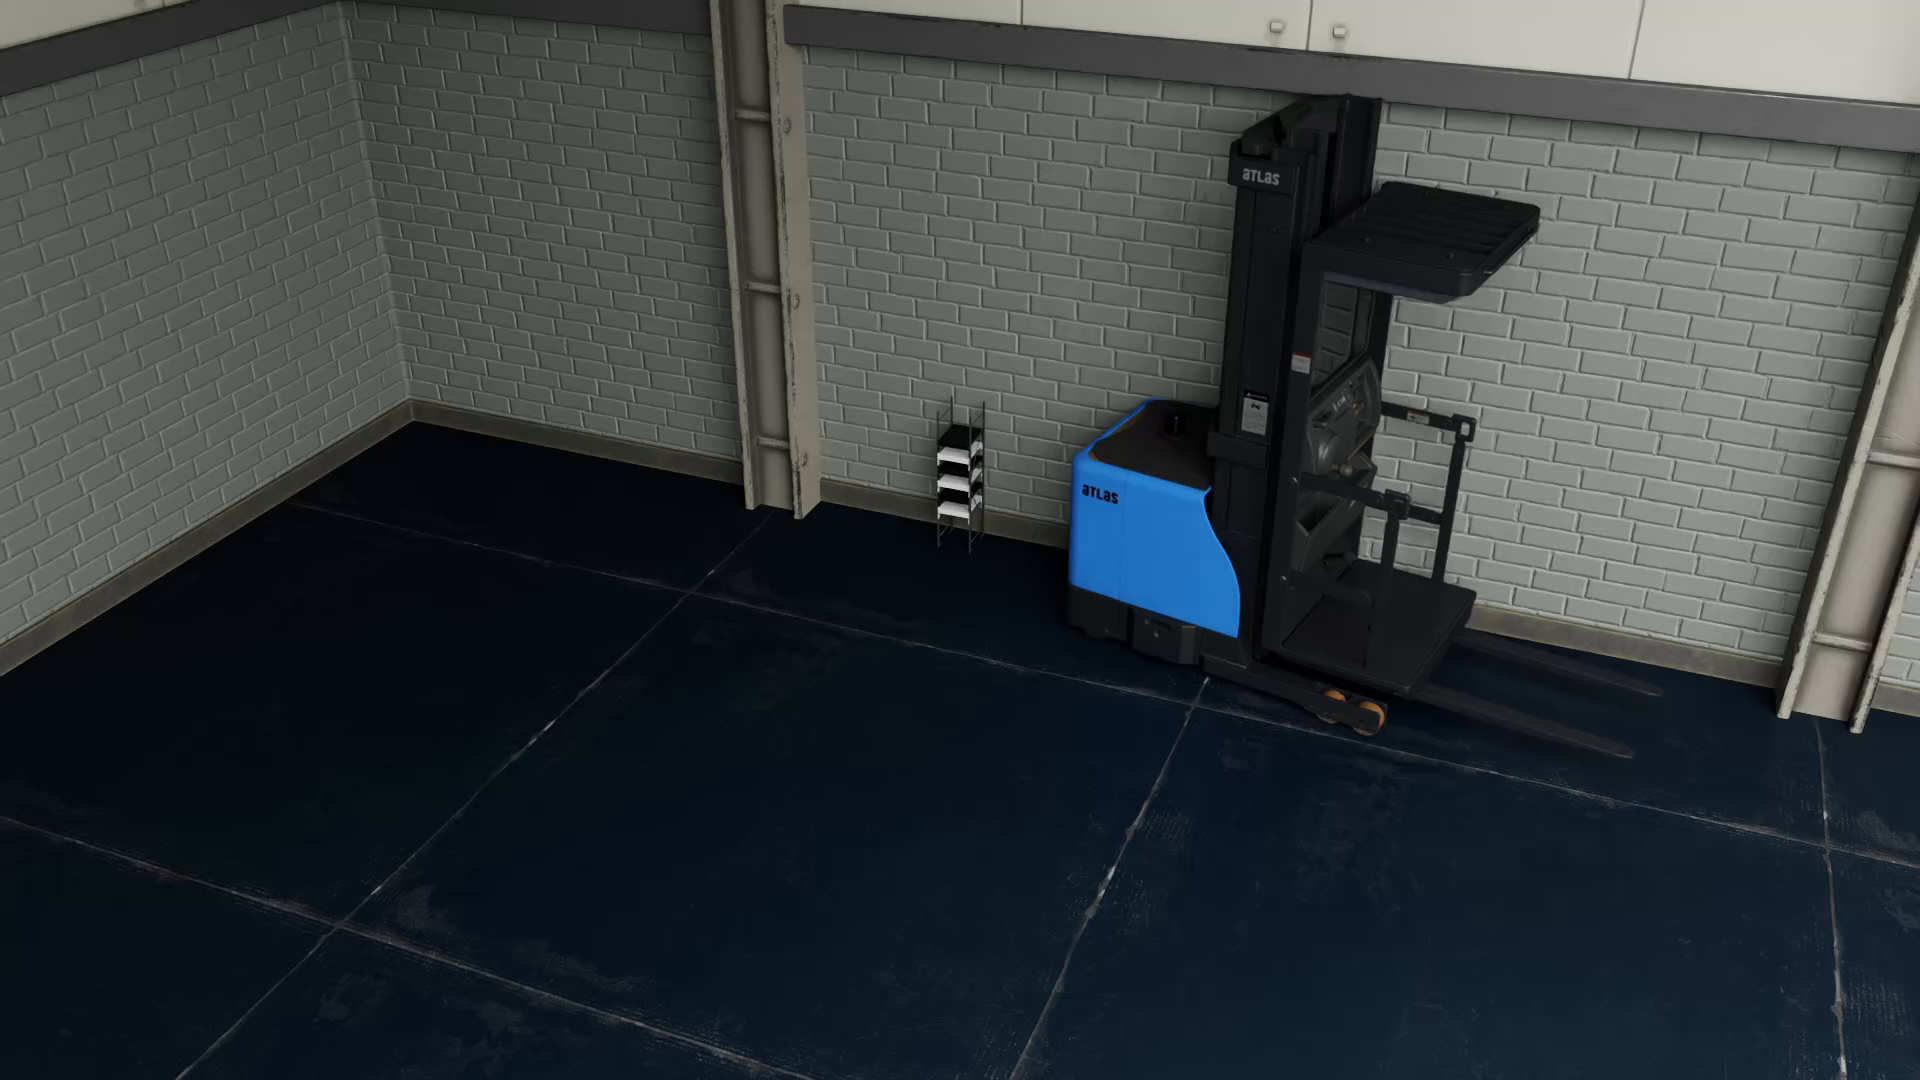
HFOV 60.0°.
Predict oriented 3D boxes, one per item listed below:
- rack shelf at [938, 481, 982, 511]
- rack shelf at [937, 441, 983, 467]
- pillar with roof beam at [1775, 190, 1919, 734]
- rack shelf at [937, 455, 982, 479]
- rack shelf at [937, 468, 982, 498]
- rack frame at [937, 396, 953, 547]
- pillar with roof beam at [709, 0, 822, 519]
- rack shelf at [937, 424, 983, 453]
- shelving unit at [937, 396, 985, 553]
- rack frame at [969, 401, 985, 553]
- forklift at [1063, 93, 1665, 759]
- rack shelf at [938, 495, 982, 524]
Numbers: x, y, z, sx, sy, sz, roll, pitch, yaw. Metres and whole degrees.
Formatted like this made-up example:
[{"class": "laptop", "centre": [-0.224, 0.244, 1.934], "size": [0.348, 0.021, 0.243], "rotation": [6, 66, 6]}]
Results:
[{"class": "rack shelf", "centre": [0.006, -0.279, 9.990], "size": [0.200, 0.077, 0.258], "rotation": [11, 31, 19]}, {"class": "rack shelf", "centre": [0.006, -0.514, 9.857], "size": [0.200, 0.077, 0.258], "rotation": [11, 31, 19]}, {"class": "pillar with roof beam", "centre": [2.823, -1.079, 2.925], "size": [0.400, 9.000, 9.100], "rotation": [11, 31, 19]}, {"class": "rack shelf", "centre": [0.006, -0.435, 9.902], "size": [0.200, 0.077, 0.258], "rotation": [11, 31, 19]}, {"class": "rack shelf", "centre": [0.006, -0.357, 9.946], "size": [0.200, 0.077, 0.258], "rotation": [11, 31, 19]}, {"class": "rack frame", "centre": [-0.089, -0.404, 9.962], "size": [0.006, 0.900, 0.240], "rotation": [11, 31, 19]}, {"class": "pillar with roof beam", "centre": [-2.737, -2.189, 4.889], "size": [0.400, 9.000, 9.100], "rotation": [11, 31, 19]}, {"class": "rack shelf", "centre": [0.006, -0.592, 9.813], "size": [0.200, 0.077, 0.258], "rotation": [11, 31, 19]}, {"class": "shelving unit", "centre": [0.006, -0.386, 9.930], "size": [0.210, 0.900, 0.258], "rotation": [11, 31, 19]}, {"class": "rack frame", "centre": [0.100, -0.368, 9.897], "size": [0.006, 0.900, 0.240], "rotation": [11, 31, 19]}, {"class": "forklift", "centre": [2.092, -0.588, 8.223], "size": [3.031, 2.935, 1.130], "rotation": [17, 34, 28]}, {"class": "rack shelf", "centre": [0.006, -0.200, 10.035], "size": [0.200, 0.077, 0.258], "rotation": [11, 31, 19]}]
